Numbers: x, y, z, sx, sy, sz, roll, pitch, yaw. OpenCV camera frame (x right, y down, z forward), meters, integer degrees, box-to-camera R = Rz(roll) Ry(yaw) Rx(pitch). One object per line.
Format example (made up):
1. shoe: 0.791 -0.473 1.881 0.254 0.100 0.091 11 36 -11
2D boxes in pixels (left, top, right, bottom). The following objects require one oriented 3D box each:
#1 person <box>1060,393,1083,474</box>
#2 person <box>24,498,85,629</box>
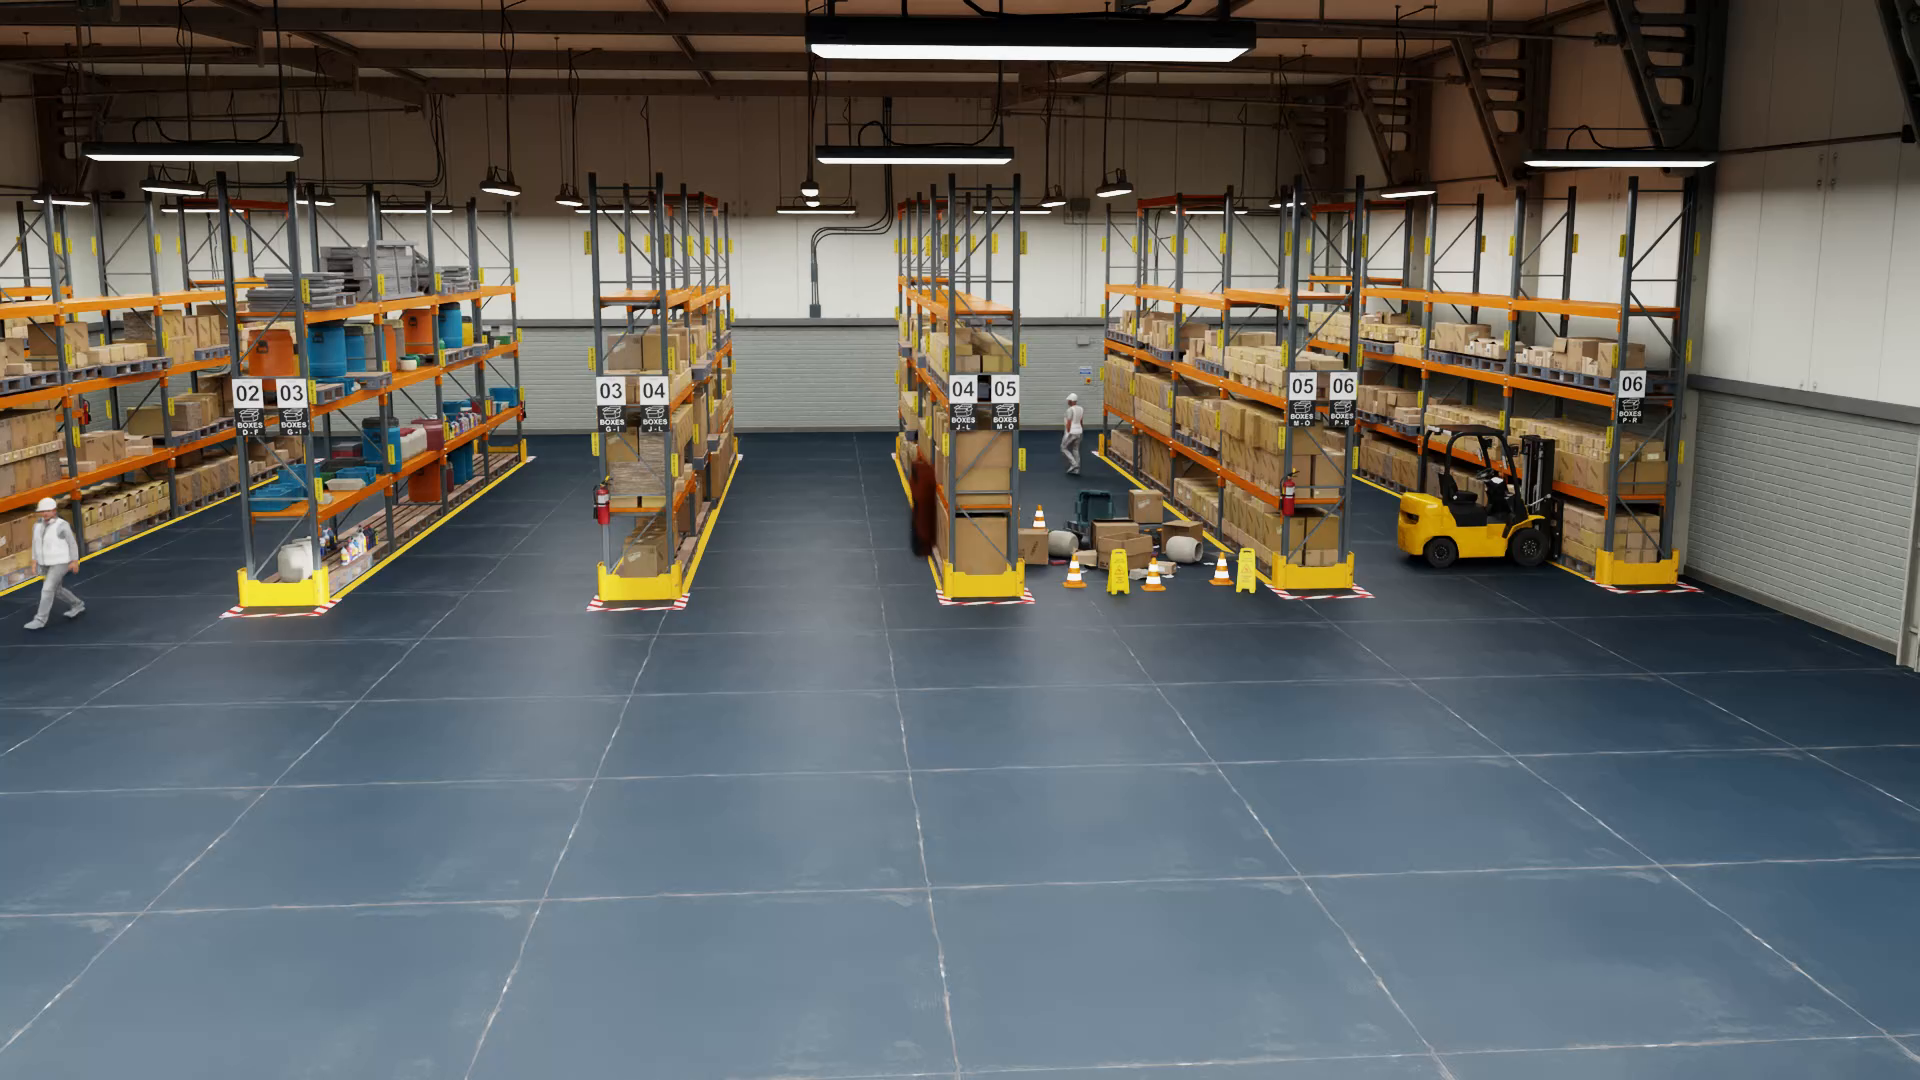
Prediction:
1. person: 2.524 -2.356 36.913 0.436 1.785 0.609 8 13 40
2. person: -12.133 0.284 22.174 0.523 1.703 1.054 3 11 18
